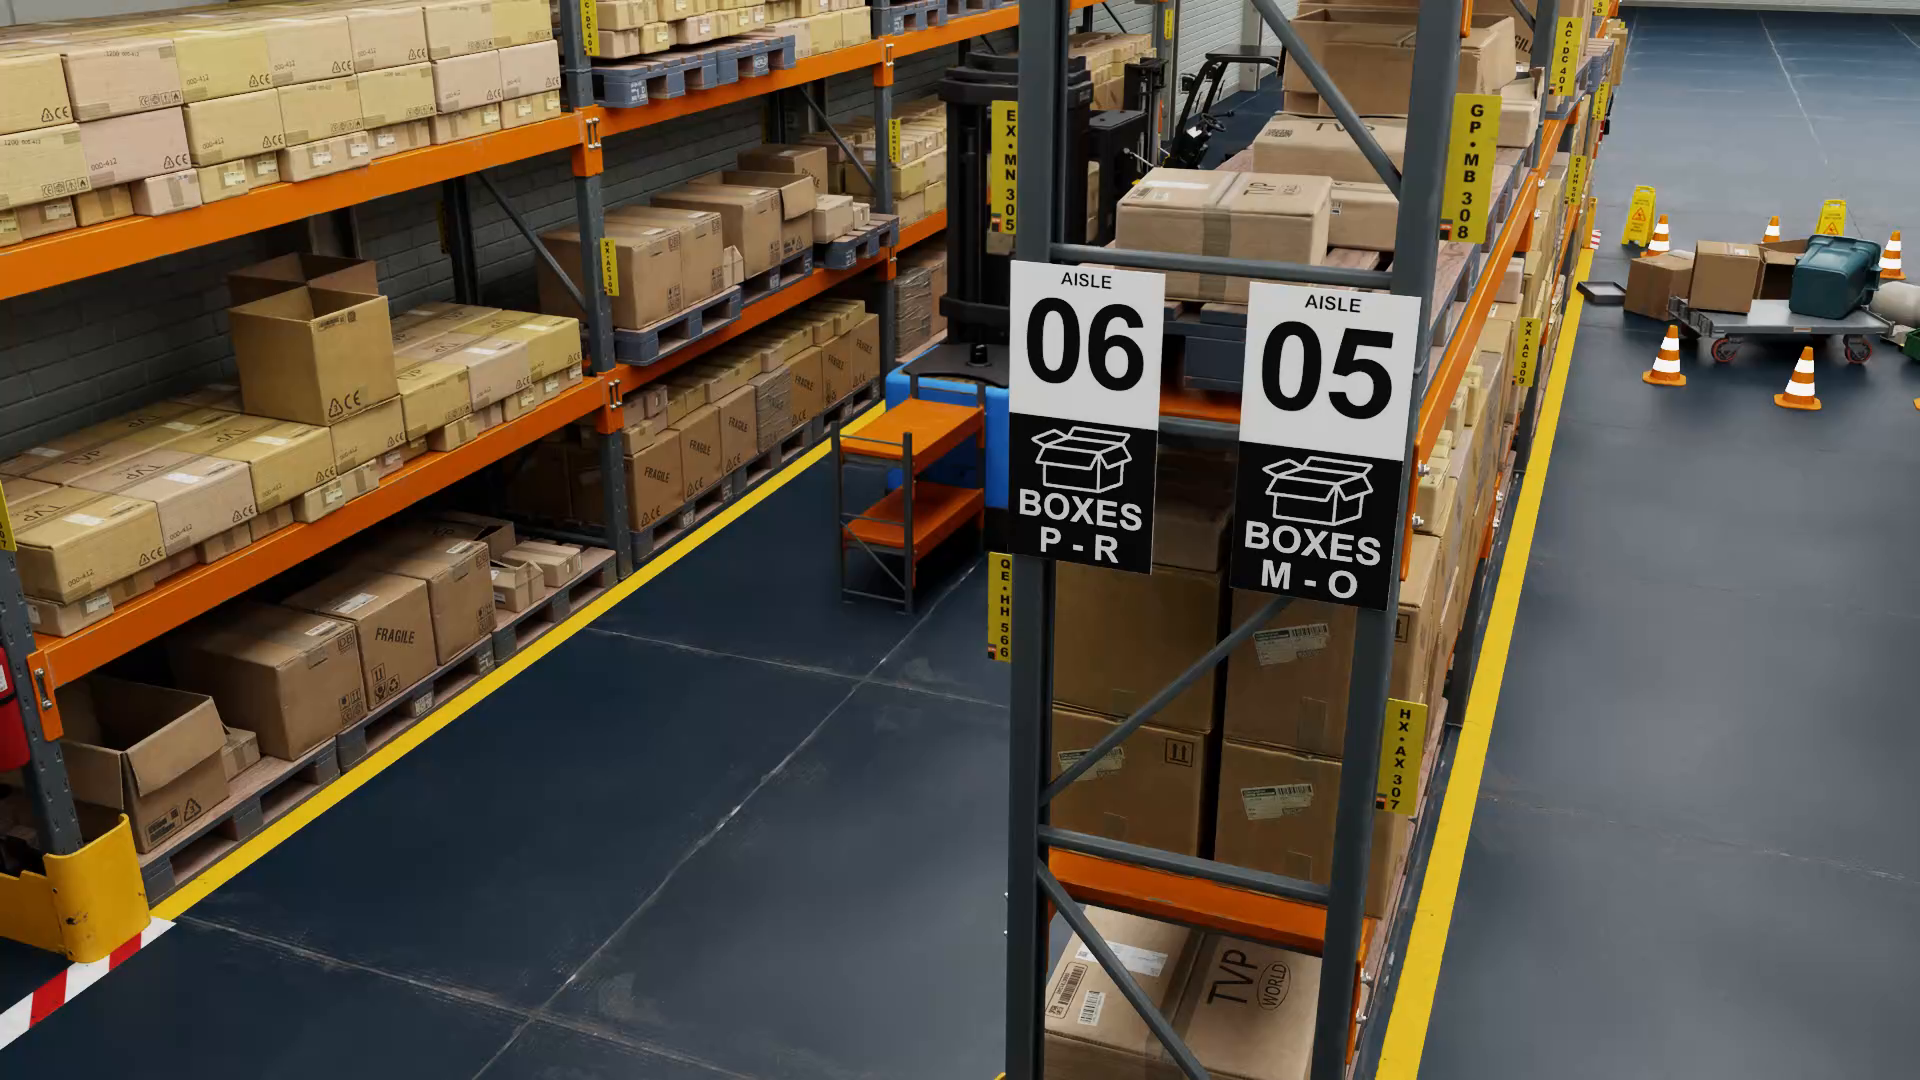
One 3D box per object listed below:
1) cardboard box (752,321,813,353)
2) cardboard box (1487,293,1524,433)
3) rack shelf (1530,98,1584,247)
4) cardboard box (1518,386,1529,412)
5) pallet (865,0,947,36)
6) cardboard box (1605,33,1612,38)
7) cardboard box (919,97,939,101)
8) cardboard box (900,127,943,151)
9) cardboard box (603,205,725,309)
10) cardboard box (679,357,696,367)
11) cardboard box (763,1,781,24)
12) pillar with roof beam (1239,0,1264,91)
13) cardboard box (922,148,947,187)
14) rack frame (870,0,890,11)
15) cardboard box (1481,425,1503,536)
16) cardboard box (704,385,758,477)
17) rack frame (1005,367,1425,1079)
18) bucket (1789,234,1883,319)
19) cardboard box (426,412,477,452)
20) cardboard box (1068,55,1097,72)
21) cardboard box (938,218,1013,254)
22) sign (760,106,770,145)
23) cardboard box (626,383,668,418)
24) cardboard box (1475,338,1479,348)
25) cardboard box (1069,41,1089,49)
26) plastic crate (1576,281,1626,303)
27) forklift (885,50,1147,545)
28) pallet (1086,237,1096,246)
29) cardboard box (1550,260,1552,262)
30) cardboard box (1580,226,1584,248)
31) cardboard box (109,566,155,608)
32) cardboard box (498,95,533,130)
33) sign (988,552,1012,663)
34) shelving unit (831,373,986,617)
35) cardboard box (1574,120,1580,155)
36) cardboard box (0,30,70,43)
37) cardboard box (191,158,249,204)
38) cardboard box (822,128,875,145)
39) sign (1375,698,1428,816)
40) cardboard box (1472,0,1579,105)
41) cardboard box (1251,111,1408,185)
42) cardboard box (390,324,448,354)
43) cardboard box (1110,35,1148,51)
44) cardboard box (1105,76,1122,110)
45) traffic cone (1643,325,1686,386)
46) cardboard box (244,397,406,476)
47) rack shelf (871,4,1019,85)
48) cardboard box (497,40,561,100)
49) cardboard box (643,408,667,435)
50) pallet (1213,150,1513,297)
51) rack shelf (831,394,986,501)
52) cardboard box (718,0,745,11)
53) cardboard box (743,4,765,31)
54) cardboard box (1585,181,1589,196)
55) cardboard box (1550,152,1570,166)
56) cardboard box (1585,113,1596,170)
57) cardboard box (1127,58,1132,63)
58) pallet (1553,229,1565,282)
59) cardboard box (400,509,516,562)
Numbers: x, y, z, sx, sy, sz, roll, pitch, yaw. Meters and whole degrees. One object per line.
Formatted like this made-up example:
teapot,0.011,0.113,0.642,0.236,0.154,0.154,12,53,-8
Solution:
cardboard box,-1.314,-1.505,12.317,0.380,0.149,0.250,10,24,22
cardboard box,2.191,-0.814,7.381,0.500,0.500,0.500,9,24,20
rack shelf,2.853,-2.283,9.366,1.077,0.370,4.000,9,24,20
cardboard box,2.914,-0.932,9.285,0.500,0.250,0.500,9,24,20
pallet,-0.845,-4.209,13.287,1.213,0.211,1.003,10,25,22
cardboard box,5.977,-4.704,16.308,0.700,0.500,0.500,9,24,20
cardboard box,-0.176,-4.066,15.620,0.380,0.149,0.250,9,24,20
cardboard box,-0.367,-3.360,13.931,0.380,0.149,0.250,9,24,21
cardboard box,-1.920,-1.791,10.471,0.700,0.500,0.500,9,24,21
cardboard box,-2.068,-1.293,11.810,0.380,0.149,0.250,8,24,18
cardboard box,-1.425,-3.537,11.111,0.380,0.149,0.250,10,24,22
pillar with roof beam,9.316,-11.845,27.432,9.100,9.000,0.400,9,24,20
cardboard box,-0.435,-3.120,13.874,0.500,0.250,0.500,10,25,22
rack frame,-1.014,-5.424,12.061,1.000,3.000,0.127,9,24,20
cardboard box,2.175,-0.359,7.588,0.500,0.500,0.500,9,24,21
cardboard box,-1.733,-0.776,11.414,0.500,0.500,0.500,8,24,18
rack frame,0.624,0.916,4.665,1.000,3.000,0.127,9,24,20
bucket,7.625,-2.275,14.580,0.726,0.611,0.620,19,39,38
cardboard box,-2.726,-0.580,8.573,0.380,0.149,0.250,8,24,19
cardboard box,1.228,-5.015,17.507,0.380,0.149,0.250,8,24,19
cardboard box,-0.007,-2.721,15.907,0.875,0.625,0.625,9,24,20
sign,-1.531,-3.269,13.181,0.100,0.325,0.005,9,24,20
cardboard box,-2.068,-0.892,10.464,0.380,0.149,0.250,8,24,17
cardboard box,1.758,-0.718,6.308,0.380,0.149,0.250,8,24,19
cardboard box,1.241,-5.542,18.769,0.380,0.149,0.250,10,25,22
plastic crate,6.426,-2.475,16.572,0.402,0.080,0.583,1,23,2
forklift,0.584,-1.844,11.361,1.130,2.935,3.031,10,25,23
pallet,0.806,-3.079,17.848,1.003,0.211,1.213,9,24,20
cardboard box,3.465,-1.714,10.509,0.500,0.250,0.500,8,24,19
cardboard box,6.317,-3.222,17.596,0.500,0.250,0.500,9,24,20
cardboard box,-3.557,0.147,6.833,0.380,0.149,0.250,9,24,21
cardboard box,-2.453,-2.235,8.642,0.380,0.149,0.250,9,24,20
sign,0.126,0.190,4.594,0.100,0.325,0.005,9,24,20
shelving unit,-0.289,-0.294,9.994,0.538,1.125,1.048,10,25,23
cardboard box,4.549,-3.008,12.999,0.500,0.500,0.500,8,24,18
cardboard box,-3.886,-1.861,6.582,0.500,0.250,0.500,8,24,18
cardboard box,-3.189,-1.498,6.879,0.380,0.149,0.250,9,24,20
cardboard box,-0.935,-3.340,13.884,0.380,0.149,0.250,9,24,20
sign,1.137,0.562,4.287,0.100,0.325,0.005,9,24,20
cardboard box,2.707,-2.413,8.069,0.500,0.500,0.500,8,24,19
cardboard box,1.227,-1.195,5.269,0.500,0.311,0.500,9,24,21
cardboard box,-3.114,-0.974,8.998,0.500,0.250,0.500,9,24,20
cardboard box,1.957,-5.750,19.268,0.380,0.149,0.250,9,24,20
cardboard box,1.451,-4.802,18.225,0.500,0.500,0.500,9,24,20
traffic cone,5.921,-1.563,13.892,0.336,0.463,0.334,9,24,20
cardboard box,-3.025,-0.533,7.944,0.500,0.250,0.500,8,24,19
rack shelf,-0.271,-4.424,14.491,1.077,0.370,4.000,9,24,20
cardboard box,-2.447,-2.468,8.684,0.500,0.250,0.500,9,24,20
cardboard box,-2.089,-0.765,10.546,0.380,0.149,0.250,8,24,19
pallet,1.342,-1.132,5.792,1.003,0.211,1.213,9,24,20
rack shelf,-0.289,-0.564,9.881,0.538,0.278,1.000,10,25,23
cardboard box,-1.567,-3.385,10.336,0.380,0.149,0.250,9,24,20
cardboard box,-1.473,-3.336,10.605,0.380,0.149,0.250,9,24,21
cardboard box,5.940,-3.438,16.297,0.380,0.149,0.250,10,25,23
cardboard box,3.647,-2.232,10.774,0.500,0.500,0.500,8,24,19
cardboard box,5.504,-3.679,15.150,0.500,0.500,0.500,9,24,20
cardboard box,1.710,-5.331,18.649,0.380,0.149,0.250,8,24,18
pallet,3.762,-2.128,12.203,1.213,0.211,1.003,9,24,20
cardboard box,-2.965,0.025,9.742,0.500,0.311,0.500,10,25,22
